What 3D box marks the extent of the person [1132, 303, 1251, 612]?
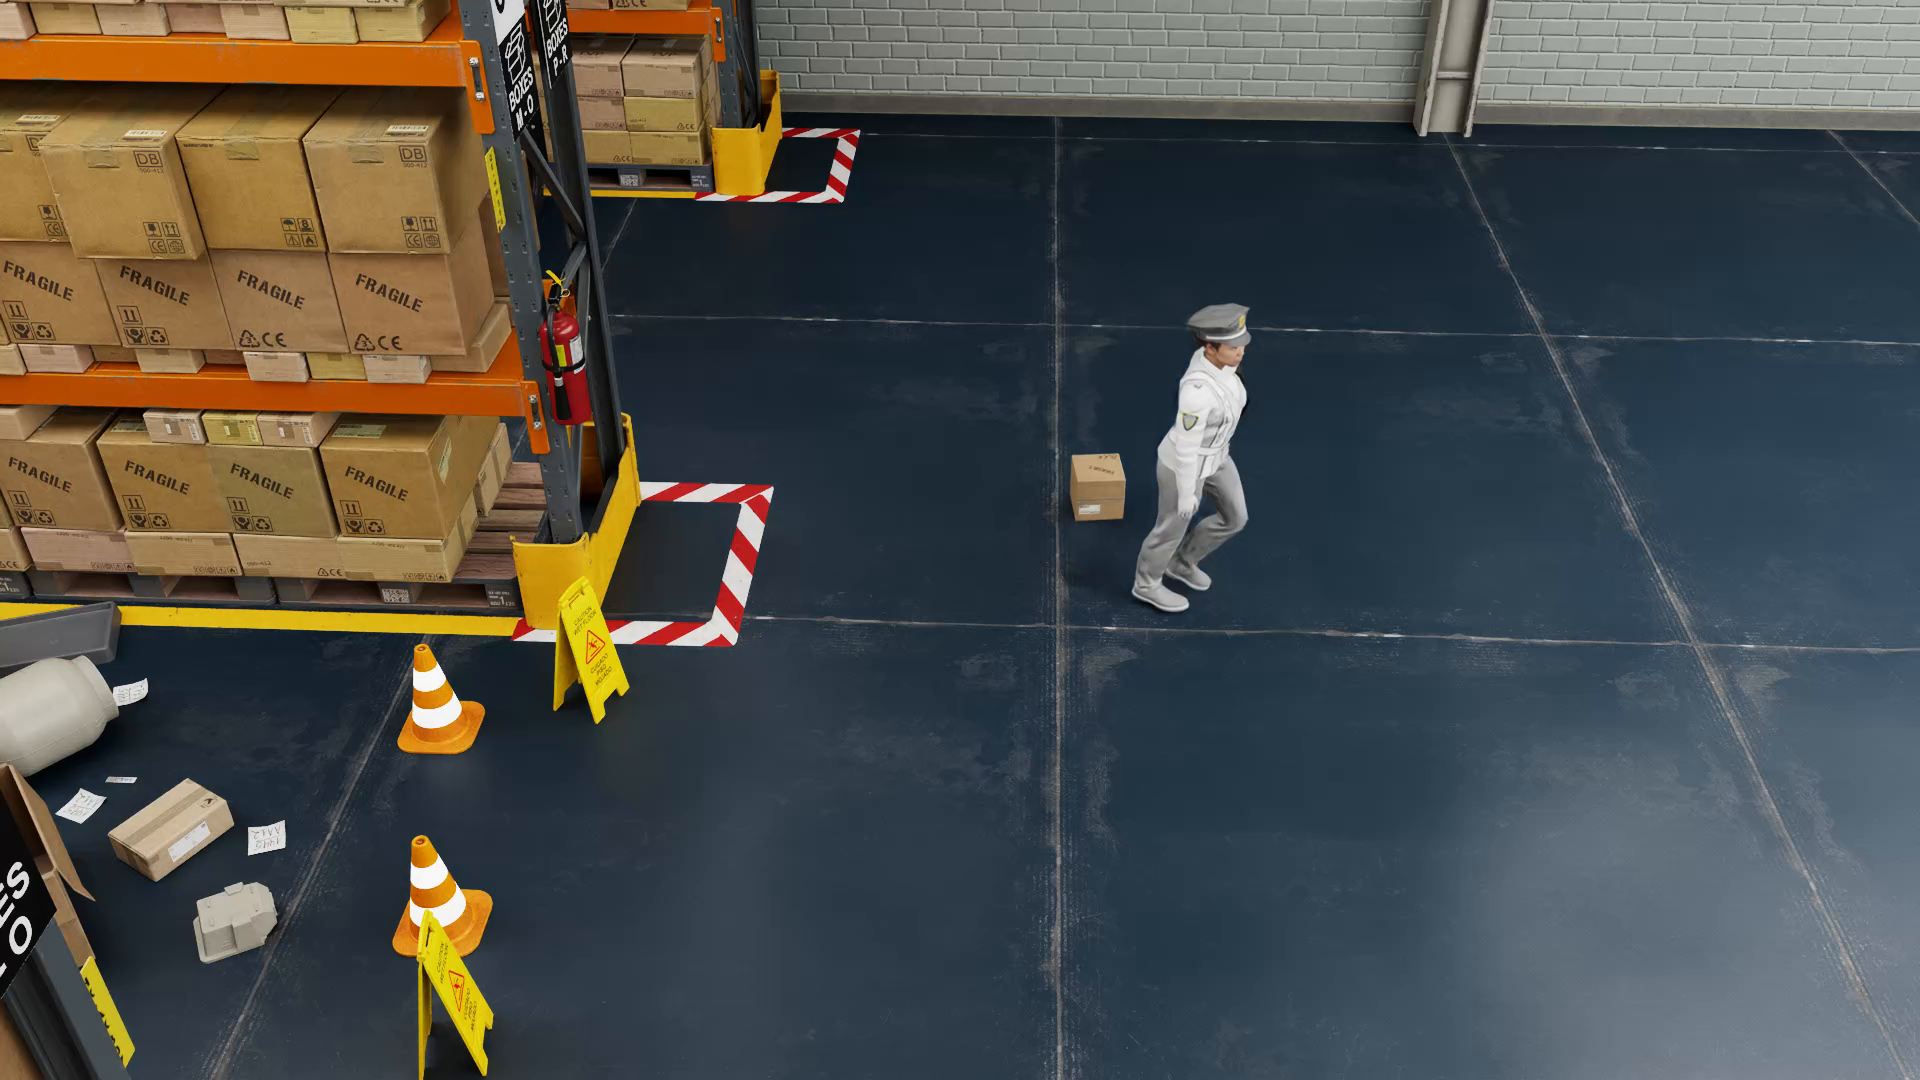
[{"bbox_3d":[1.056,-0.341,7.542,0.488,1.662,0.514,17,39,22],"label":"person"}]
